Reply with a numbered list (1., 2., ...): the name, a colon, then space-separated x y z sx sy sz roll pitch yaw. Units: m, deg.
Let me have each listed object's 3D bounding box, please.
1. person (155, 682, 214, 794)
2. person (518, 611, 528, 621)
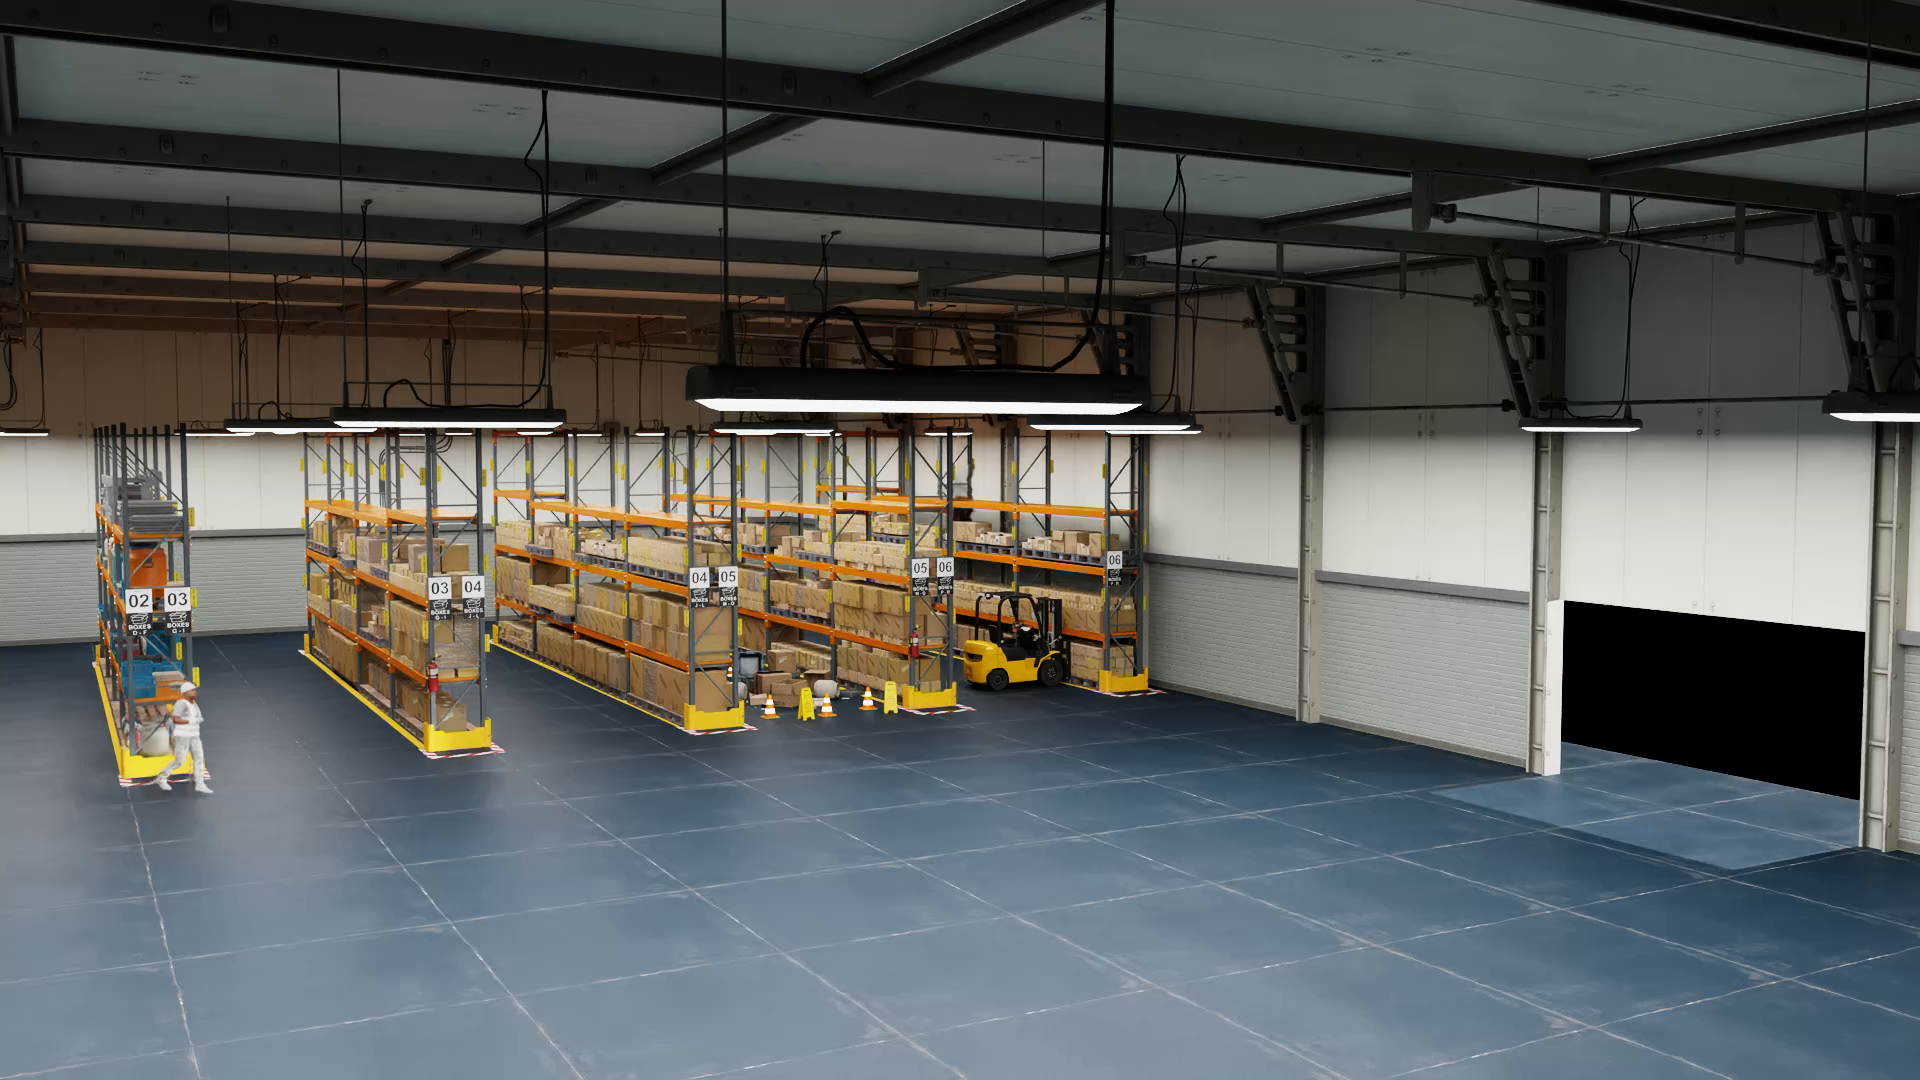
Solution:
1. person: -12.507 3.200 26.908 0.944 1.796 0.693 0 3 5
2. person: -12.597 1.988 48.282 0.577 1.626 0.617 0 3 4
